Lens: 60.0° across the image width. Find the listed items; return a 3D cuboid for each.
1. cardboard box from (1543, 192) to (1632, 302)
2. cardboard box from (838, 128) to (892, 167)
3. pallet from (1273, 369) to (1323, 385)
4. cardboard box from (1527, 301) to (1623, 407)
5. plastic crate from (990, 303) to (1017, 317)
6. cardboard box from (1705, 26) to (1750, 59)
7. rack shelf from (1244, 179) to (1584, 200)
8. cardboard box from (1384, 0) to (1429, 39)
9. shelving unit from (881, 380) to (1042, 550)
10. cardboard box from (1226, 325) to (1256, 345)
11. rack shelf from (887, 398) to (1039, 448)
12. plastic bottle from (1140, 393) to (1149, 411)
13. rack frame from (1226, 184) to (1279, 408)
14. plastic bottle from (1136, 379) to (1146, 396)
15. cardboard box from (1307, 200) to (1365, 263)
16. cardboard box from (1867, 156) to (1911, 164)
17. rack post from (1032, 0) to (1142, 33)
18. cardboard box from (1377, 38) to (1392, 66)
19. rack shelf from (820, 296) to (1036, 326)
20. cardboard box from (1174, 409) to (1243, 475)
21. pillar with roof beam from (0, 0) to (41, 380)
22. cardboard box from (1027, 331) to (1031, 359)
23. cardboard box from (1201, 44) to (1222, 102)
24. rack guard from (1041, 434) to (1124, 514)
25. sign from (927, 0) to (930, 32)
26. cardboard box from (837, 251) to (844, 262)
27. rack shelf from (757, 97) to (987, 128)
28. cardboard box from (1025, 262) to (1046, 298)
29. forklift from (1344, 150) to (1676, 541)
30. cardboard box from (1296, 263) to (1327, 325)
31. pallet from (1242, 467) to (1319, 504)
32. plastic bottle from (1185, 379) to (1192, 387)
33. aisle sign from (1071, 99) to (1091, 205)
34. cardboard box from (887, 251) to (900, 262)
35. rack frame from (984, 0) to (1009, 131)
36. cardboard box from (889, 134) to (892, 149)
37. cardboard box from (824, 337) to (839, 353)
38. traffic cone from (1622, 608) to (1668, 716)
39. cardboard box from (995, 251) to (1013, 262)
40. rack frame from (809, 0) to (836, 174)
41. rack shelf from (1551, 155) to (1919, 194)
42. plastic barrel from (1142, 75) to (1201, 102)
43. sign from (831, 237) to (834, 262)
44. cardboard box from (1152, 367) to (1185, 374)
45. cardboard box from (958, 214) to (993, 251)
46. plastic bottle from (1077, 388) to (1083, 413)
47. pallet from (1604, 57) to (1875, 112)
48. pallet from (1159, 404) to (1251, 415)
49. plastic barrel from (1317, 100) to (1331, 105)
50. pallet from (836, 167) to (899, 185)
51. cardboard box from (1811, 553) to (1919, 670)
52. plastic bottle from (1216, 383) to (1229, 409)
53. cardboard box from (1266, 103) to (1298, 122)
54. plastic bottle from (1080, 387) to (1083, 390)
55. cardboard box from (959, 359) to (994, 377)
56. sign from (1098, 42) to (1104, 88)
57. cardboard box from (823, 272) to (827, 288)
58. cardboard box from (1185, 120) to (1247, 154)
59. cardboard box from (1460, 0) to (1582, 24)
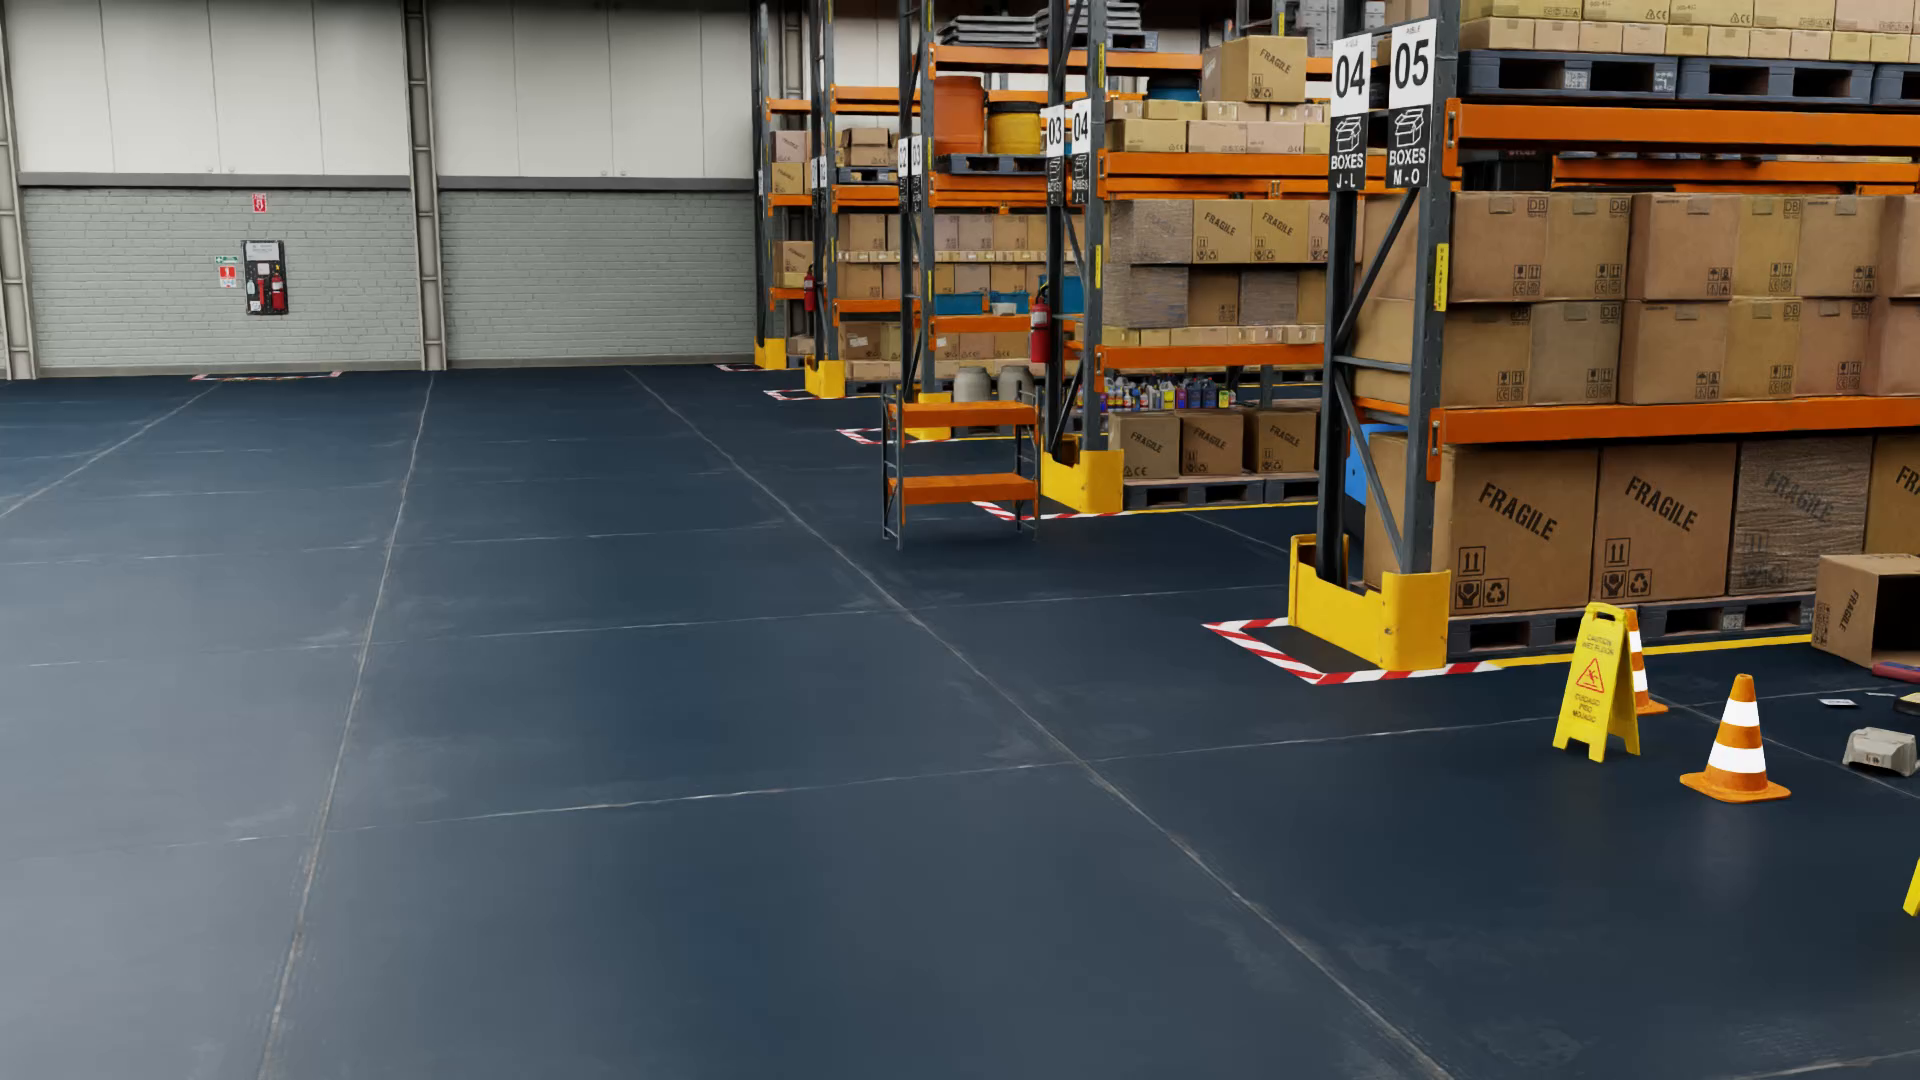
[{"bbox_3d":[3.073,-1.577,8.932,0.550,0.550,0.875,-3,11,-16],"label":"cardboard box"},{"bbox_3d":[-1.298,-5.336,22.629,0.637,0.503,0.797,-2,11,-12],"label":"cardboard box"},{"bbox_3d":[5.029,-2.505,25.069,1.213,0.211,1.003,-3,11,-16],"label":"pallet"},{"bbox_3d":[3.070,-1.049,9.043,0.550,0.550,0.875,-3,11,-16],"label":"cardboard box"},{"bbox_3d":[0.480,-2.504,18.094,0.250,0.136,0.298,-3,11,-16],"label":"plastic crate"},{"bbox_3d":[3.835,-2.549,8.582,0.250,0.149,0.380,-3,11,-16],"label":"cardboard box"},{"bbox_3d":[5.291,-4.070,19.571,4.000,0.370,1.077,-3,11,-16],"label":"rack shelf"},{"bbox_3d":[2.596,-2.793,8.806,0.500,0.250,0.500,-3,11,-15],"label":"cardboard box"},{"bbox_3d":[0.006,-0.554,11.947,1.048,1.125,0.538,-3,11,-16],"label":"shelving unit"},{"bbox_3d":[2.221,-1.680,13.583,0.250,0.149,0.380,-3,11,-16],"label":"cardboard box"},{"bbox_3d":[0.006,-0.841,11.894,1.000,0.278,0.538,-3,11,-16],"label":"rack shelf"},{"bbox_3d":[2.076,-1.560,18.751,0.097,0.201,0.097,0,10,0],"label":"plastic bottle"},{"bbox_3d":[3.371,-2.847,19.228,0.127,3.000,1.000,-3,11,-16],"label":"rack frame"},{"bbox_3d":[2.129,-1.748,19.546,0.133,0.283,0.061,-3,11,-13],"label":"plastic bottle"},{"bbox_3d":[2.959,-2.527,13.631,0.500,0.500,0.500,-3,11,-16],"label":"cardboard box"},{"bbox_3d":[8.208,-3.523,15.030,0.500,0.250,0.500,-3,11,-16],"label":"cardboard box"},{"bbox_3d":[1.382,-5.662,18.154,0.954,0.300,0.937,-3,11,-17],"label":"rack post"},{"bbox_3d":[2.429,-2.600,8.855,0.250,0.149,0.380,-3,11,-16],"label":"cardboard box"},{"bbox_3d":[0.070,-3.254,23.421,4.000,0.370,1.077,-3,11,-16],"label":"rack shelf"},{"bbox_3d":[2.083,-0.826,13.992,0.500,0.500,0.500,0,10,-1],"label":"cardboard box"},{"bbox_3d":[-13.127,-6.148,20.586,0.400,9.000,9.100,-3,11,-16],"label":"pillar with roof beam"},{"bbox_3d":[1.123,-2.847,23.589,0.500,0.500,0.500,-3,11,-16],"label":"cardboard box"},{"bbox_3d":[2.332,-3.823,13.763,0.500,0.500,0.500,-3,11,-16],"label":"cardboard box"},{"bbox_3d":[0.988,-0.558,13.698,0.348,0.500,1.175,-3,11,-16],"label":"rack guard"},{"bbox_3d":[-0.320,-5.397,17.083,0.005,0.325,0.100,-3,11,-16],"label":"sign"},{"bbox_3d":[-1.537,-3.927,23.024,0.250,0.149,0.380,-3,11,-17],"label":"cardboard box"},{"bbox_3d":[-1.318,-7.063,27.555,4.000,0.370,1.077,-3,11,-16],"label":"rack shelf"},{"bbox_3d":[1.061,-3.706,23.618,0.500,0.500,0.700,-3,11,-17],"label":"cardboard box"},{"bbox_3d":[4.329,-1.447,11.812,3.031,2.935,1.130,0,10,0],"label":"forklift"},{"bbox_3d":[2.873,-2.090,14.014,0.500,0.500,0.875,-3,11,-16],"label":"cardboard box"},{"bbox_3d":[2.947,-0.512,14.246,1.213,0.211,1.003,-3,11,-16],"label":"pallet"},{"bbox_3d":[2.670,-1.748,19.545,0.133,0.283,0.061,-3,11,-16],"label":"plastic bottle"},{"bbox_3d":[0.939,-3.007,12.916,0.004,0.787,0.394,-3,11,-16],"label":"aisle sign"},{"bbox_3d":[-0.921,-3.883,22.786,0.250,0.149,0.380,-3,11,-16],"label":"cardboard box"},{"bbox_3d":[0.602,-7.520,28.040,0.127,3.000,1.000,-3,11,-16],"label":"rack frame"},{"bbox_3d":[-1.412,-6.535,27.882,0.500,0.500,0.500,-3,11,-16],"label":"cardboard box"},{"bbox_3d":[-2.002,-3.309,27.949,0.500,0.311,0.500,-2,11,-11],"label":"cardboard box"},{"bbox_3d":[3.111,0.551,7.775,0.334,0.463,0.336,-3,11,-16],"label":"traffic cone"},{"bbox_3d":[0.569,-3.962,23.214,0.250,0.149,0.380,-3,11,-14],"label":"cardboard box"},{"bbox_3d":[-1.850,-6.457,22.263,0.127,3.000,1.000,-3,11,-16],"label":"rack frame"},{"bbox_3d":[6.676,-3.209,14.894,4.000,0.370,1.077,-3,11,-16],"label":"rack shelf"},{"bbox_3d":[2.385,-4.744,18.700,0.708,0.901,0.600,-3,11,-16],"label":"plastic barrel"},{"bbox_3d":[-1.701,-3.874,22.195,0.005,0.325,0.100,-3,11,-16],"label":"sign"},{"bbox_3d":[2.938,-2.566,24.133,0.500,0.250,0.500,-3,11,-15],"label":"cardboard box"},{"bbox_3d":[0.120,-4.296,23.238,0.500,0.500,0.700,-3,11,-16],"label":"cardboard box"},{"bbox_3d":[1.358,-1.557,18.540,0.097,0.271,0.097,0,10,0],"label":"plastic bottle"},{"bbox_3d":[4.087,-2.450,9.029,1.213,0.211,1.003,-3,11,-16],"label":"pallet"},{"bbox_3d":[2.714,-1.449,19.335,1.213,0.211,1.003,-3,11,-16],"label":"pallet"},{"bbox_3d":[4.427,-4.666,19.435,0.600,0.901,0.600,0,10,0],"label":"plastic barrel"},{"bbox_3d":[-1.164,-4.969,22.713,1.213,0.211,1.003,-3,11,-16],"label":"pallet"},{"bbox_3d":[4.841,0.366,8.670,0.500,0.500,0.500,-1,10,-6],"label":"cardboard box"},{"bbox_3d":[3.001,-1.646,18.990,0.133,0.283,0.061,-2,11,-13],"label":"plastic bottle"},{"bbox_3d":[2.502,-3.415,13.340,0.250,0.149,0.380,-4,11,-19],"label":"cardboard box"},{"bbox_3d":[1.451,-1.684,19.196,0.133,0.283,0.061,-3,11,-16],"label":"plastic bottle"},{"bbox_3d":[0.167,-2.424,23.366,0.500,0.250,0.500,-3,11,-16],"label":"cardboard box"},{"bbox_3d":[1.067,-3.595,12.588,0.005,0.325,0.100,-3,11,-16],"label":"sign"},{"bbox_3d":[-2.187,-4.301,27.486,0.500,0.250,0.500,-3,11,-18],"label":"cardboard box"},{"bbox_3d":[1.943,-3.192,13.229,0.500,0.250,0.500,-3,11,-17],"label":"cardboard box"},{"bbox_3d":[2.739,-2.700,8.298,0.500,0.250,0.500,-3,11,-16],"label":"cardboard box"}]
